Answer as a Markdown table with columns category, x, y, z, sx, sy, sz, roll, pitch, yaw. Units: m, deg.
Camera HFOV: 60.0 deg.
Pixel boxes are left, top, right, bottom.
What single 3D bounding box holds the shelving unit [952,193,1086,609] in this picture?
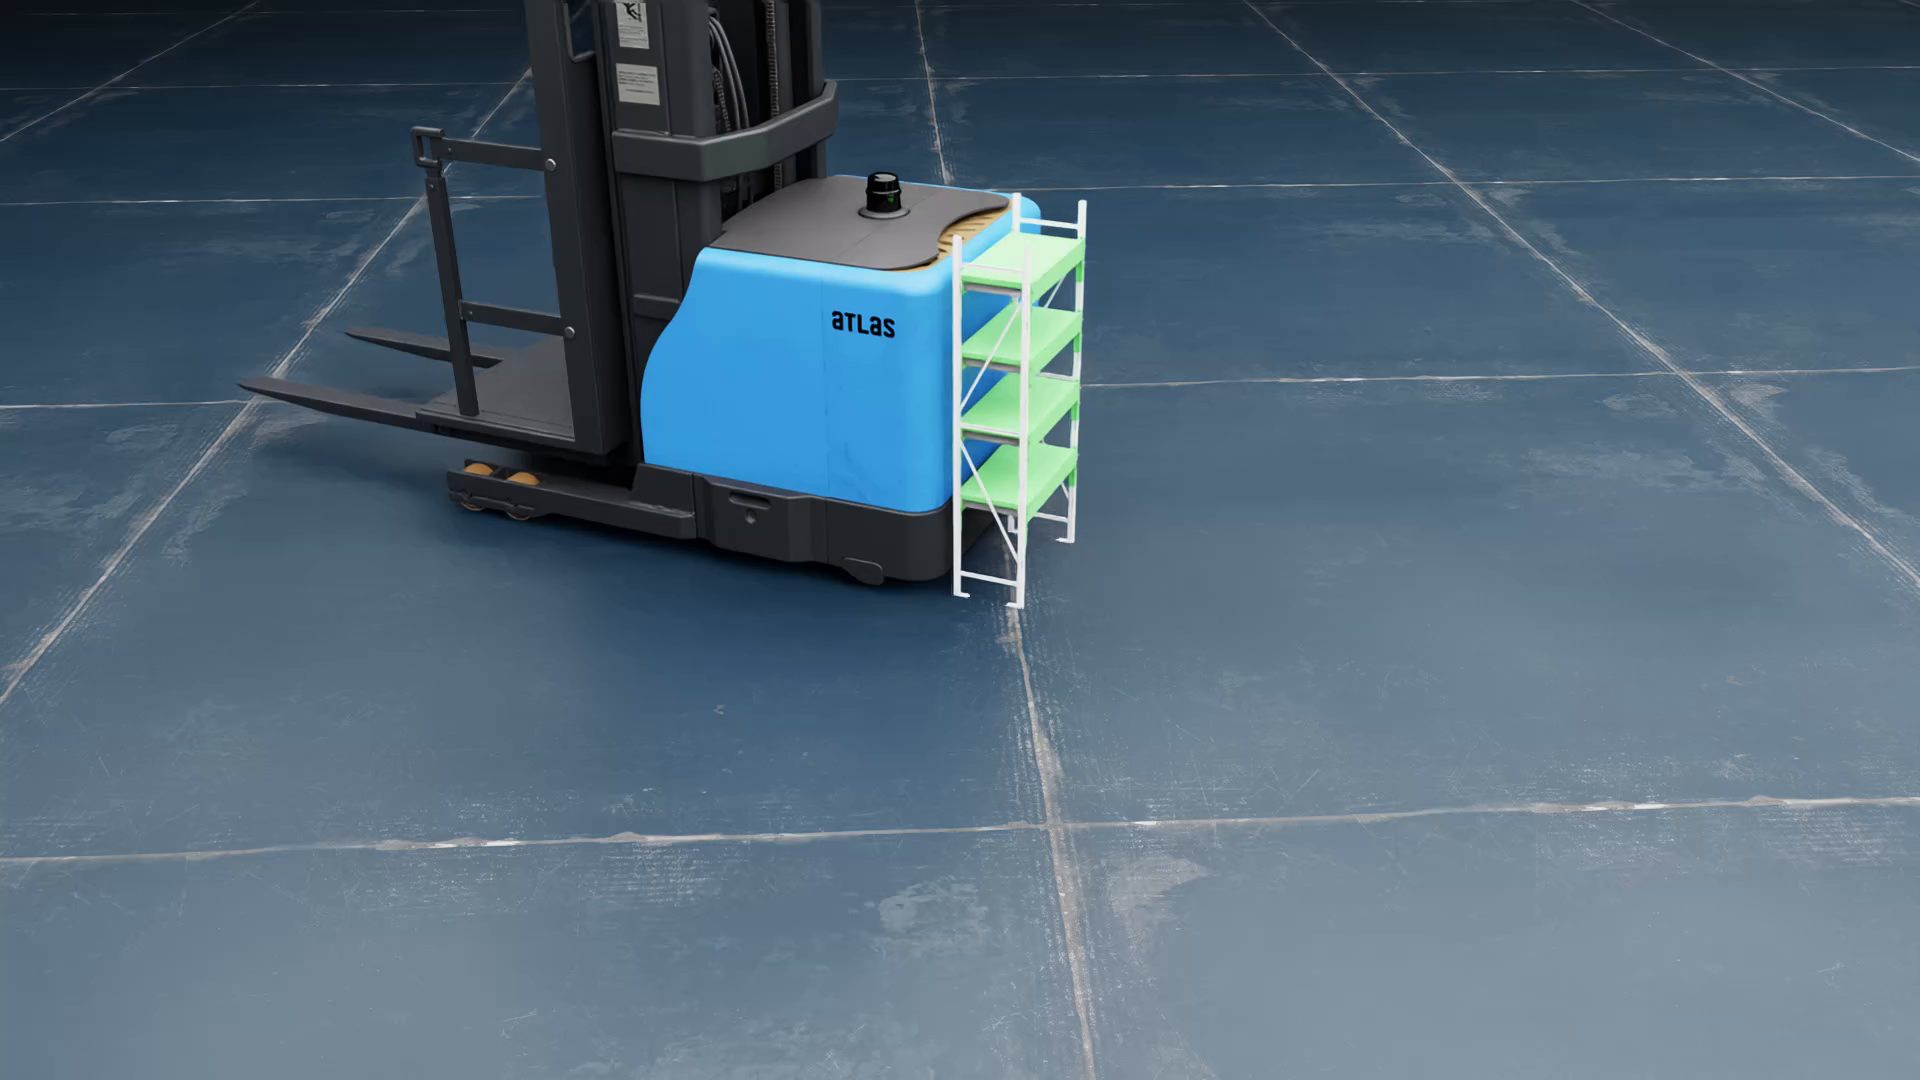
| category | x | y | z | sx | sy | sz | roll | pitch | yaw |
| --- | --- | --- | --- | --- | --- | --- | --- | --- | --- |
| shelving unit | 0.186 | -0.439 | 5.293 | 0.258 | 1.200 | 0.503 | 11 | 29 | 20 |

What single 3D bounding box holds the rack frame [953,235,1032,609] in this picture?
| category | x | y | z | sx | sy | sz | roll | pitch | yaw |
| --- | --- | --- | --- | --- | --- | --- | --- | --- | --- |
| rack frame | 0.092 | -0.335 | 5.094 | 0.240 | 1.200 | 0.015 | 11 | 29 | 20 |

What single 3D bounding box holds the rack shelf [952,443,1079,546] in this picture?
| category | x | y | z | sx | sy | sz | roll | pitch | yaw |
| --- | --- | --- | --- | --- | --- | --- | --- | --- | --- |
| rack shelf | 0.186 | -0.169 | 5.434 | 0.258 | 0.148 | 0.480 | 11 | 29 | 20 |

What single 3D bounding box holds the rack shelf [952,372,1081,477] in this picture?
| category | x | y | z | sx | sy | sz | roll | pitch | yaw |
| --- | --- | --- | --- | --- | --- | --- | --- | --- | --- |
| rack shelf | 0.186 | -0.382 | 5.323 | 0.258 | 0.148 | 0.480 | 11 | 29 | 20 |

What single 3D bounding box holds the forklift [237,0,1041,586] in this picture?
| category | x | y | z | sx | sy | sz | roll | pitch | yaw |
| --- | --- | --- | --- | --- | --- | --- | --- | --- | --- |
| forklift | -1.277 | -1.581 | 5.612 | 3.031 | 2.935 | 1.130 | 11 | 29 | 20 |

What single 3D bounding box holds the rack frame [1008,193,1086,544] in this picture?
| category | x | y | z | sx | sy | sz | roll | pitch | yaw |
| --- | --- | --- | --- | --- | --- | --- | --- | --- | --- |
| rack frame | 0.280 | -0.543 | 5.493 | 0.240 | 1.200 | 0.015 | 11 | 29 | 20 |

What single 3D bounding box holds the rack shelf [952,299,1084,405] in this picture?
| category | x | y | z | sx | sy | sz | roll | pitch | yaw |
| --- | --- | --- | --- | --- | --- | --- | --- | --- | --- |
| rack shelf | 0.186 | -0.595 | 5.212 | 0.258 | 0.148 | 0.480 | 11 | 29 | 20 |

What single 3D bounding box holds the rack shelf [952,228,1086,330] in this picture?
| category | x | y | z | sx | sy | sz | roll | pitch | yaw |
| --- | --- | --- | --- | --- | --- | --- | --- | --- | --- |
| rack shelf | 0.186 | -0.808 | 5.101 | 0.258 | 0.148 | 0.480 | 11 | 29 | 20 |
